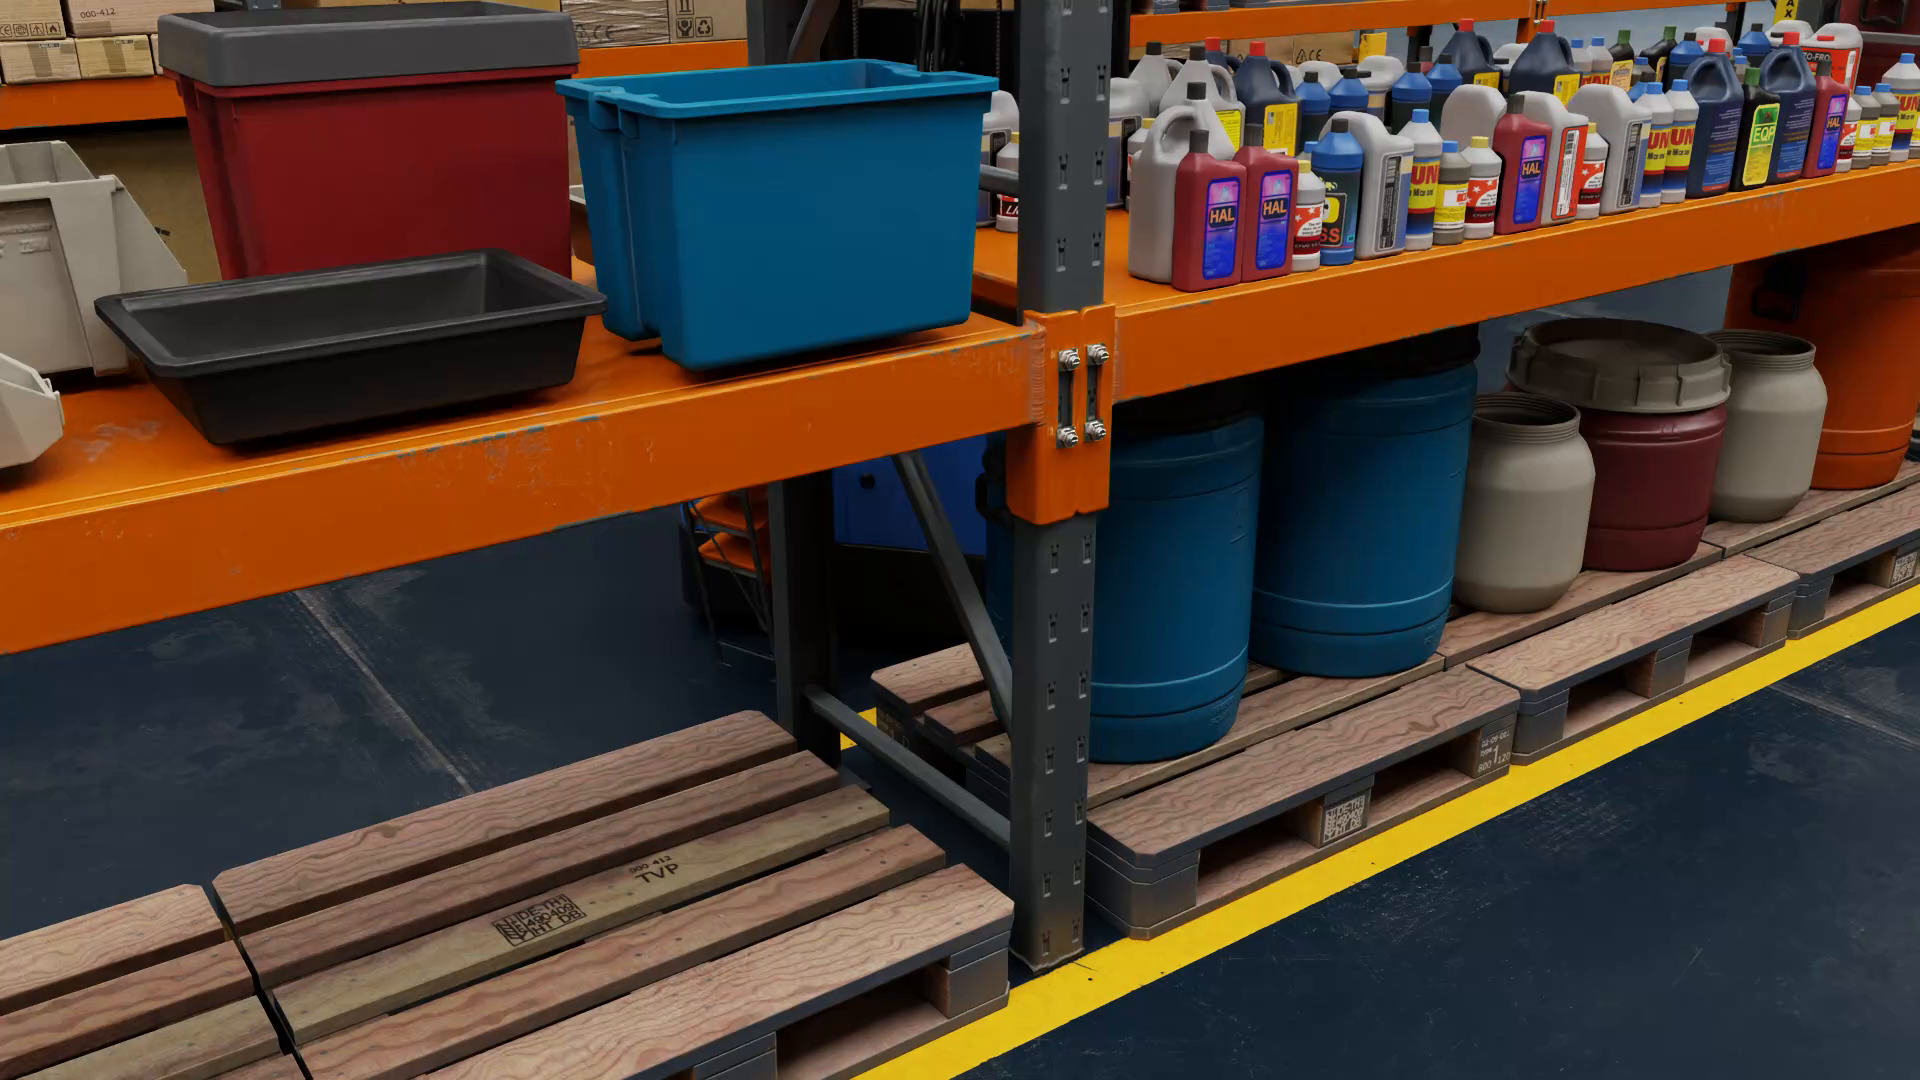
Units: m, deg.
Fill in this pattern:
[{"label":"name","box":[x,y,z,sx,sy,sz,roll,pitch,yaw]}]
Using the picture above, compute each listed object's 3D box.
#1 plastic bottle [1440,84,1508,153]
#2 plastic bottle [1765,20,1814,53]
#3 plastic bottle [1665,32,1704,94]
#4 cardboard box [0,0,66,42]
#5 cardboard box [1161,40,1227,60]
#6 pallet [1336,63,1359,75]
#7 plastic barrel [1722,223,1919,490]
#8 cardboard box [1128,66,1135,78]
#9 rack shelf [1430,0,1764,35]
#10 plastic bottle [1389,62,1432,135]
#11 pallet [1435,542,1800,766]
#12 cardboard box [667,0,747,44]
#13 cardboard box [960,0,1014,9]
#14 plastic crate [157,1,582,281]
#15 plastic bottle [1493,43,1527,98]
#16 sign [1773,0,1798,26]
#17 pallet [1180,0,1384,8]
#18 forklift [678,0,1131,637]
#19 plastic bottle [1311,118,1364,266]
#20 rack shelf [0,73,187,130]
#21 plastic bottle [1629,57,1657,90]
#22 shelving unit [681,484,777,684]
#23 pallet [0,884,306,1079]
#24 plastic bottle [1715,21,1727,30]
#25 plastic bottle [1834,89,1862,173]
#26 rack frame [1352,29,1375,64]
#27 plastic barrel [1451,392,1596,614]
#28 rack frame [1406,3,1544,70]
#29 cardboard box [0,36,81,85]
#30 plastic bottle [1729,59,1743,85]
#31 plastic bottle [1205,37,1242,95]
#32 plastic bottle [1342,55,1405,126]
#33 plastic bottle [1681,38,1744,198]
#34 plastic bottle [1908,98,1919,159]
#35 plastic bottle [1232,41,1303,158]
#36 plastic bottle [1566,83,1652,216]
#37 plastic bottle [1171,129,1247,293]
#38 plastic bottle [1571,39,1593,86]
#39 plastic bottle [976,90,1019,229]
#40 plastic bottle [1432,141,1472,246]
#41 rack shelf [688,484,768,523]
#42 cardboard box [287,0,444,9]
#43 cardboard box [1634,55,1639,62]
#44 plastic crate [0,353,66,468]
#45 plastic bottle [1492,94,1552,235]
[{"label":"plastic bottle","box":[1.166,-0.876,3.711,0.135,0.276,0.152,-15,26,-33]},{"label":"plastic bottle","box":[2.612,-1.513,5.309,0.135,0.276,0.152,-15,26,-33]},{"label":"plastic bottle","box":[2.162,-1.376,4.970,0.097,0.271,0.097,0,22,0]},{"label":"cardboard box","box":[-3.611,-1.973,6.094,0.500,0.250,0.500,-14,26,-31]},{"label":"cardboard box","box":[1.973,-4.957,16.071,0.875,0.875,0.875,-15,26,-32]},{"label":"pallet","box":[3.336,-4.811,17.169,1.213,0.211,1.003,-15,26,-33]},{"label":"plastic barrel","box":[2.765,-0.643,5.323,0.708,0.830,0.600,-15,26,-33]},{"label":"cardboard box","box":[0.786,-2.603,9.640,0.500,0.250,0.500,-14,26,-31]},{"label":"rack shelf","box":[5.130,-4.022,12.399,4.000,0.370,1.077,-15,26,-33]},{"label":"plastic bottle","box":[1.128,-1.058,4.175,0.097,0.271,0.097,0,22,0]},{"label":"pallet","box":[1.547,0.174,4.676,1.213,0.211,1.003,-15,26,-33]},{"label":"cardboard box","box":[-1.238,-2.593,7.712,0.500,0.500,0.500,-14,26,-32]},{"label":"cardboard box","box":[0.004,-2.922,8.538,0.500,0.500,0.500,-14,26,-31]},{"label":"plastic crate","box":[-0.966,-0.641,2.789,0.583,0.464,0.402,-15,26,-33]},{"label":"plastic bottle","box":[1.486,-1.213,4.556,0.135,0.276,0.152,-15,26,-33]},{"label":"sign","box":[2.825,-1.807,5.657,0.005,0.325,0.100,-15,26,-33]},{"label":"pallet","box":[1.843,-3.409,10.151,1.213,0.211,1.003,-15,26,-33]},{"label":"forklift","box":[0.045,-1.603,5.459,1.130,2.935,3.031,5,22,12]},{"label":"plastic bottle","box":[0.722,-0.673,3.210,0.097,0.271,0.097,0,22,0]},{"label":"rack shelf","box":[-4.611,-1.425,5.890,4.000,0.370,1.077,-15,26,-33]},{"label":"plastic bottle","box":[2.018,-1.333,4.957,0.097,0.201,0.097,0,22,0]},{"label":"shelving unit","box":[-0.577,-0.192,4.238,0.258,1.200,0.189,14,37,32]},{"label":"pallet","box":[-1.660,1.030,2.530,1.213,0.211,1.003,-15,26,-33]},{"label":"plastic bottle","box":[2.319,-1.459,5.163,0.133,0.283,0.061,-15,26,-33]},{"label":"plastic bottle","box":[2.228,-1.042,4.229,0.097,0.201,0.097,0,22,0]},{"label":"rack frame","box":[3.939,-6.303,17.145,0.127,3.000,1.000,-15,26,-33]},{"label":"plastic barrel","box":[1.442,-0.102,4.395,0.421,0.512,0.421,0,22,0]},{"label":"rack frame","box":[3.507,-3.923,11.181,0.127,3.000,1.000,-15,26,-33]},{"label":"cardboard box","box":[-3.461,-1.799,6.196,0.250,0.149,0.380,-15,26,-34]},{"label":"plastic bottle","box":[1.911,-1.053,4.146,0.133,0.283,0.061,-15,26,-33]},{"label":"plastic bottle","box":[0.610,-1.016,3.962,0.185,0.351,0.144,-15,26,-33]},{"label":"plastic bottle","box":[1.040,-1.094,4.258,0.135,0.276,0.152,-15,26,-33]},{"label":"plastic bottle","box":[1.733,-0.990,3.897,0.185,0.351,0.144,-15,26,-33]},{"label":"plastic bottle","box":[2.544,-1.126,4.440,0.097,0.201,0.097,0,22,0]},{"label":"plastic bottle","box":[0.695,-0.973,3.853,0.185,0.351,0.144,-15,26,-33]},{"label":"plastic bottle","box":[1.443,-0.880,3.722,0.135,0.276,0.152,-15,26,-33]},{"label":"plastic bottle","box":[0.452,-0.598,3.006,0.133,0.283,0.061,-15,26,-33]},{"label":"plastic bottle","box":[1.752,-1.294,4.766,0.097,0.271,0.097,0,22,0]},{"label":"plastic bottle","box":[0.036,-0.826,3.587,0.135,0.276,0.152,-15,26,-33]},{"label":"plastic bottle","box":[0.990,-0.712,3.401,0.097,0.201,0.097,0,22,0]},{"label":"rack shelf","box":[-0.572,-0.154,4.261,0.258,0.103,0.180,14,37,32]},{"label":"cardboard box","box":[-2.468,-2.262,6.884,0.500,0.500,0.500,-15,26,-33]},{"label":"cardboard box","box":[5.252,-3.423,12.734,0.500,0.500,0.500,-12,25,-28]},{"label":"plastic crate","box":[-1.333,-0.139,1.973,0.466,0.136,0.293,-15,26,-33]},{"label":"plastic bottle","box":[1.173,-0.791,3.488,0.133,0.283,0.061,-15,26,-33]}]
